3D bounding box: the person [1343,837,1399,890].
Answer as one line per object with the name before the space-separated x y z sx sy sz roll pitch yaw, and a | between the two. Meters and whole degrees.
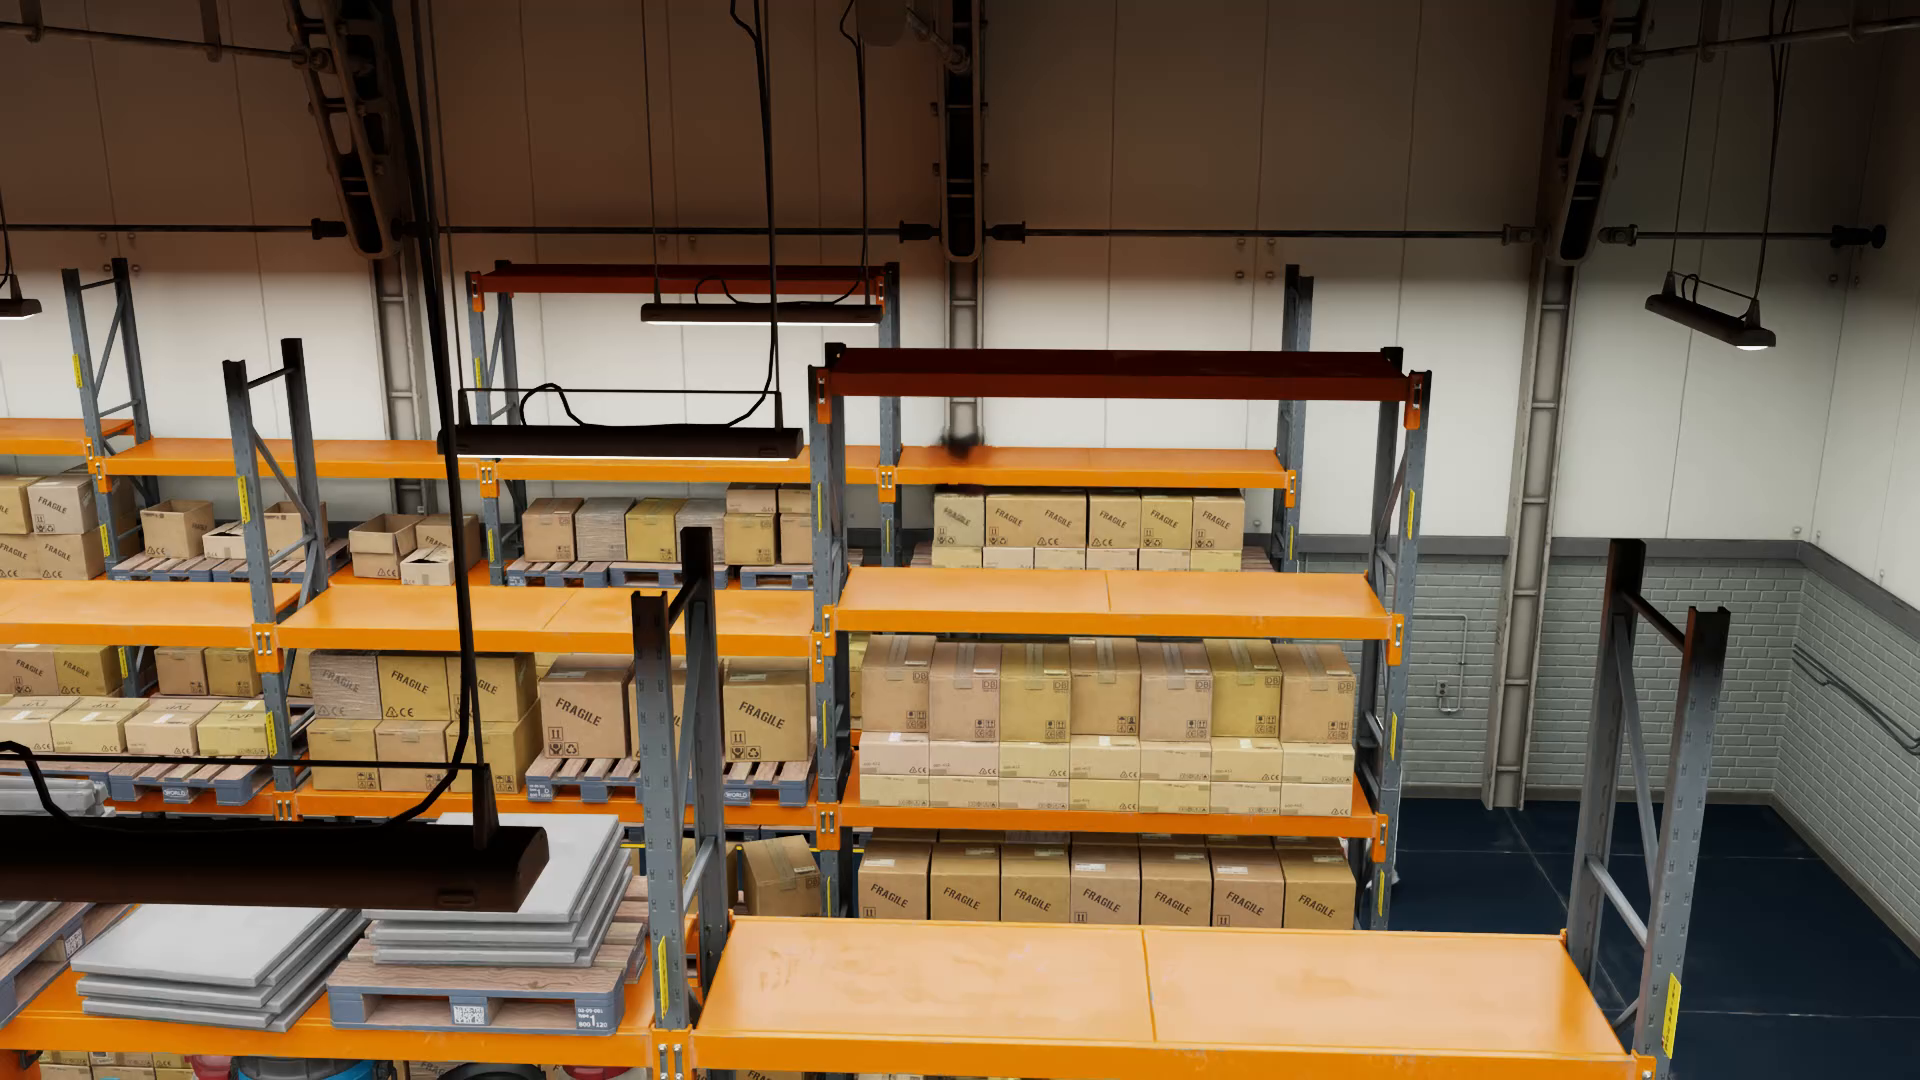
person | 3.875 2.704 16.175 1.090 1.721 0.666 -5 17 -18
